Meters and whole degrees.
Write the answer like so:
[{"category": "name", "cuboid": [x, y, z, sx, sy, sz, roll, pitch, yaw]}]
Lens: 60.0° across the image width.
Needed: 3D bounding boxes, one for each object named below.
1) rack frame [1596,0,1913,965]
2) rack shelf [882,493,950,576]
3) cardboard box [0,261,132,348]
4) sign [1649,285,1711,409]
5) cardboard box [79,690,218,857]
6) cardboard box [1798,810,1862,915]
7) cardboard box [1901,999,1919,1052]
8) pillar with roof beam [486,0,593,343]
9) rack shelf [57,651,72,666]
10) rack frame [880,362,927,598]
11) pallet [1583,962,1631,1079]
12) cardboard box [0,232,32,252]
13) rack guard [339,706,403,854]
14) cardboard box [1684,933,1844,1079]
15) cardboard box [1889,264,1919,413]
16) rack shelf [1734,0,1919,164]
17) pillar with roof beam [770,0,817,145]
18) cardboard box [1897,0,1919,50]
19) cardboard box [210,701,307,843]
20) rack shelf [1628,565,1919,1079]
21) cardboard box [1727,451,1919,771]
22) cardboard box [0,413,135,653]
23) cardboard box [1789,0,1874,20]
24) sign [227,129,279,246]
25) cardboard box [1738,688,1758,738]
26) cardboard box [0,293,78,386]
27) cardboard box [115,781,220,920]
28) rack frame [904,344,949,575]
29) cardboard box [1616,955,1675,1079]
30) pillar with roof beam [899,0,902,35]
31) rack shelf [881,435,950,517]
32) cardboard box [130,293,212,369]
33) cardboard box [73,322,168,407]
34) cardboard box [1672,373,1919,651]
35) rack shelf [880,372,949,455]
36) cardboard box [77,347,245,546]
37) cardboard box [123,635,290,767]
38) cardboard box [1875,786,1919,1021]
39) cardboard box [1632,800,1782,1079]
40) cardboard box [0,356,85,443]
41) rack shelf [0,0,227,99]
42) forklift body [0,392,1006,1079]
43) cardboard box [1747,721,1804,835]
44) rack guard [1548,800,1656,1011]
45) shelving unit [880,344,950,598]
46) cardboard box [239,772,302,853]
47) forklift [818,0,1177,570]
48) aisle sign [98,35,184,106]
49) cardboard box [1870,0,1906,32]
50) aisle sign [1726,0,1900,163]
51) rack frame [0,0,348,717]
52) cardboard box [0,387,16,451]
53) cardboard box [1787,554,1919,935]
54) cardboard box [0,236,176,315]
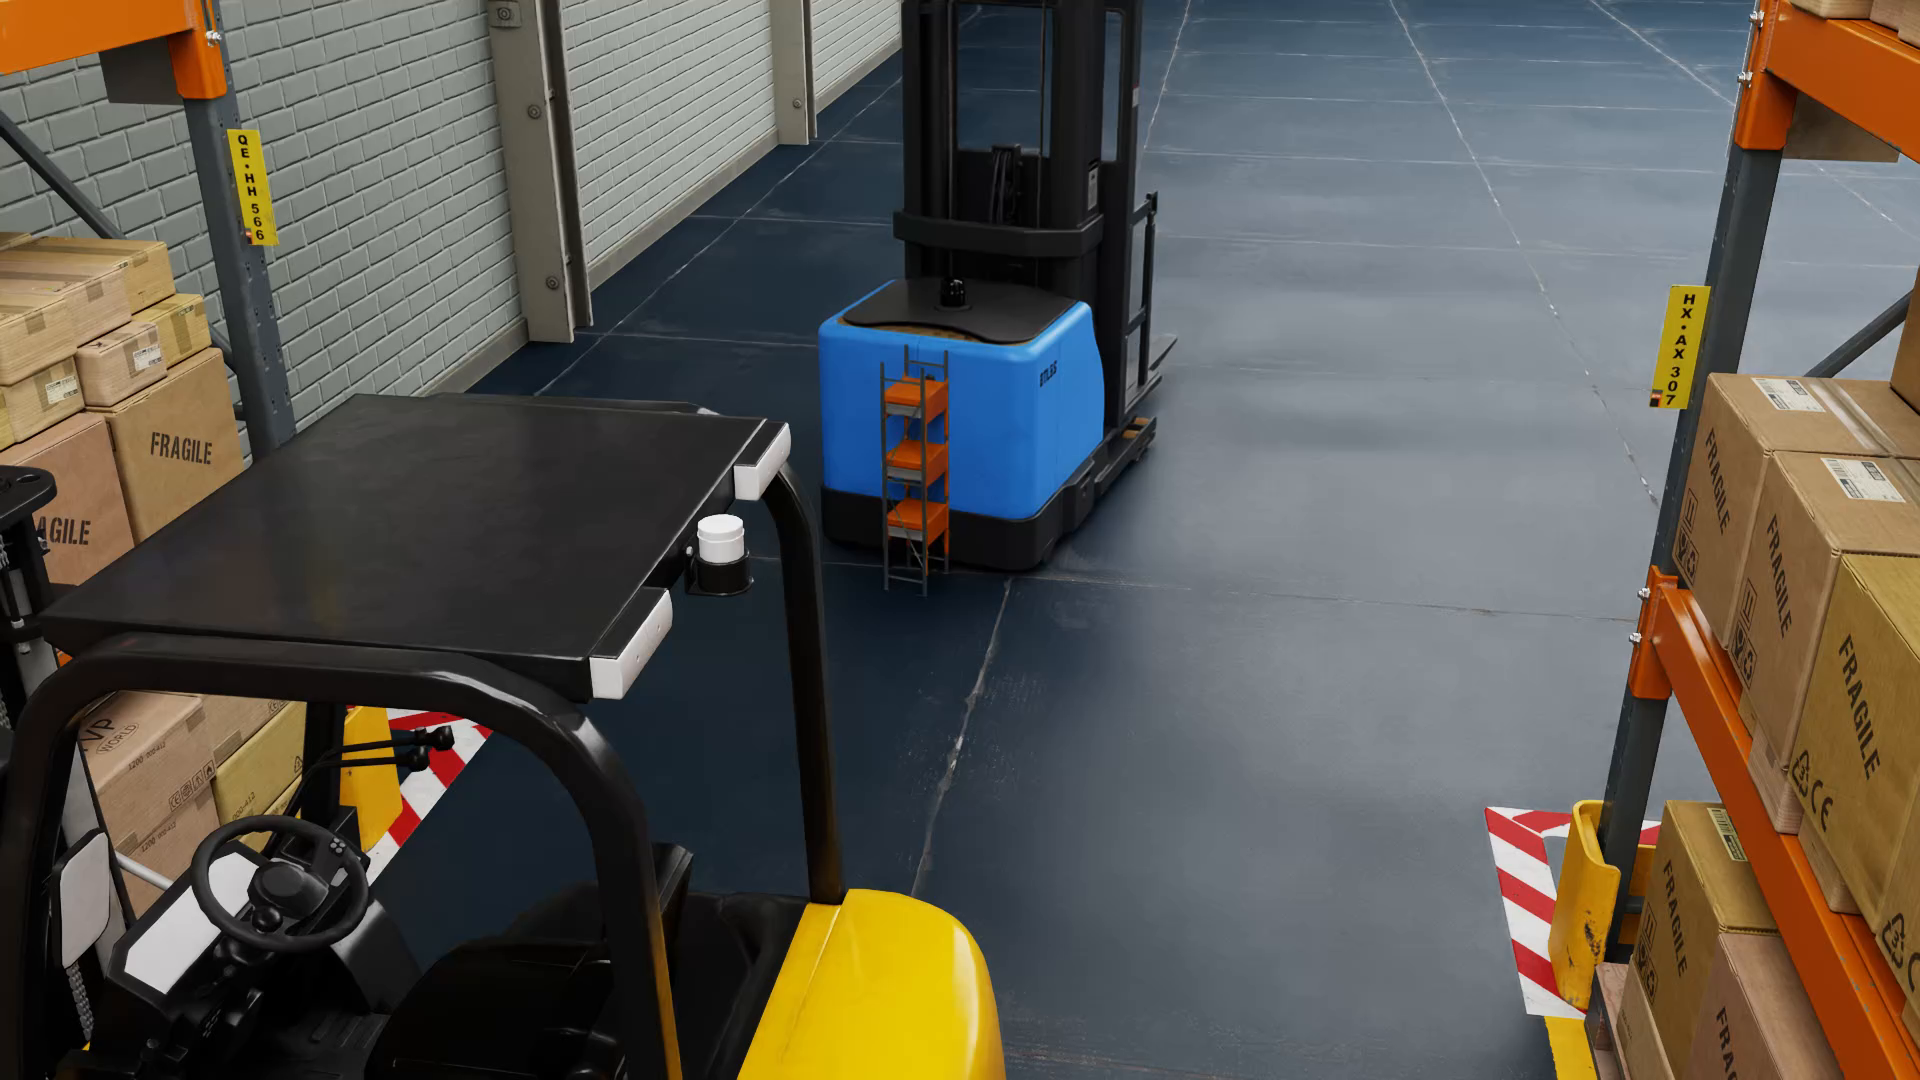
[{"category": "rack frame", "cuboid": [2.371, -0.060, 4.339, 1.000, 3.000, 0.127, 4, 25, 9]}, {"category": "rack shelf", "cuboid": [-0.190, -0.027, 7.249, 0.215, 0.259, 0.240, 10, 27, 20]}, {"category": "cardboard box", "cuboid": [-2.387, -0.606, 4.272, 0.380, 0.149, 0.250, 4, 25, 9]}, {"category": "sign", "cuboid": [1.836, -0.489, 4.236, 0.100, 0.325, 0.005, 4, 25, 9]}, {"category": "cardboard box", "cuboid": [-2.372, 0.629, 4.438, 0.500, 0.250, 0.500, 4, 25, 9]}, {"category": "cardboard box", "cuboid": [1.865, 0.607, 3.211, 0.380, 0.149, 0.250, 5, 25, 10]}, {"category": "cardboard box", "cuboid": [1.809, 0.830, 2.734, 0.380, 0.149, 0.250, 3, 25, 7]}, {"category": "pillar with roof beam", "cuboid": [1.698, -5.101, 8.034, 9.100, 9.000, 0.400, 4, 25, 9]}, {"category": "rack shelf", "cuboid": [-2.853, 0.760, 3.436, 1.077, 0.370, 4.000, 4, 25, 9]}, {"category": "rack frame", "cuboid": [-0.236, -0.240, 7.025, 0.200, 1.050, 0.008, 10, 27, 20]}, {"category": "pallet", "cuboid": [2.191, 1.572, 4.142, 1.003, 0.211, 1.213, 4, 25, 9]}, {"category": "cardboard box", "cuboid": [-2.792, -0.750, 4.580, 0.380, 0.149, 0.250, 4, 25, 8]}, {"category": "rack guard", "cuboid": [-2.522, 0.720, 5.622, 1.175, 0.500, 0.348, 4, 25, 9]}, {"category": "cardboard box", "cuboid": [1.882, 1.203, 3.505, 0.500, 0.500, 0.500, 3, 25, 7]}, {"category": "cardboard box", "cuboid": [2.503, -0.464, 3.554, 0.700, 0.500, 0.500, 3, 25, 7]}, {"category": "rack shelf", "cuboid": [2.044, -0.256, 2.069, 1.077, 0.370, 4.000, 4, 25, 9]}, {"category": "pillar with roof beam", "cuboid": [2.679, -7.611, 13.395, 9.100, 9.000, 0.400, 4, 25, 9]}, {"category": "cardboard box", "cuboid": [1.965, -0.964, 3.029, 0.380, 0.149, 0.250, 5, 25, 10]}, {"category": "cardboard box", "cuboid": [-2.297, 0.652, 4.977, 0.500, 0.250, 0.500, 4, 25, 8]}, {"category": "rack shelf", "cuboid": [2.044, 1.103, 2.705, 1.077, 0.370, 4.000, 4, 25, 9]}, {"category": "cardboard box", "cuboid": [1.939, 0.156, 3.409, 0.500, 0.500, 0.500, 5, 26, 10]}, {"category": "cardboard box", "cuboid": [-2.442, -0.007, 4.108, 0.500, 0.500, 0.500, 5, 26, 10]}, {"category": "cardboard box", "cuboid": [1.997, -1.188, 3.508, 0.380, 0.149, 0.250, 4, 25, 9]}, {"category": "sign", "cuboid": [-1.993, -0.990, 4.682, 0.100, 0.325, 0.005, 4, 25, 9]}, {"category": "cardboard box", "cuboid": [1.961, 0.394, 3.667, 0.380, 0.149, 0.250, 3, 25, 7]}, {"category": "cardboard box", "cuboid": [-2.403, -0.495, 4.035, 0.380, 0.149, 0.250, 5, 25, 10]}, {"category": "cardboard box", "cuboid": [-2.390, 0.861, 4.531, 0.500, 0.250, 0.500, 4, 25, 8]}, {"category": "rack frame", "cuboid": [-0.144, -0.336, 7.229, 0.200, 1.050, 0.008, 10, 27, 20]}, {"category": "cardboard box", "cuboid": [1.967, 1.314, 4.153, 0.500, 0.250, 0.500, 4, 25, 8]}, {"category": "pillar with roof beam", "cuboid": [3.660, -10.120, 18.756, 9.100, 9.000, 0.400, 4, 25, 9]}, {"category": "rack shelf", "cuboid": [-0.190, -0.278, 7.131, 0.215, 0.259, 0.240, 10, 27, 20]}, {"category": "cardboard box", "cuboid": [-2.307, -0.577, 4.560, 0.380, 0.149, 0.250, 4, 25, 9]}, {"category": "cardboard box", "cuboid": [-2.319, -0.468, 4.328, 0.380, 0.149, 0.250, 4, 25, 9]}, {"category": "cardboard box", "cuboid": [2.020, -0.061, 3.873, 0.500, 0.500, 0.500, 4, 25, 8]}, {"category": "rack shelf", "cuboid": [-0.190, -0.535, 7.011, 0.215, 0.259, 0.240, 10, 27, 20]}, {"category": "cardboard box", "cuboid": [-2.348, -0.223, 4.571, 0.500, 0.500, 0.500, 3, 25, 7]}, {"category": "cardboard box", "cuboid": [-2.294, 0.415, 4.895, 0.500, 0.250, 0.500, 5, 26, 10]}, {"category": "cardboard box", "cuboid": [1.782, 0.583, 2.498, 0.500, 0.500, 0.500, 4, 25, 7]}, {"category": "cardboard box", "cuboid": [1.963, 0.984, 3.973, 0.500, 0.500, 0.500, 3, 25, 7]}, {"category": "cardboard box", "cuboid": [-2.422, -0.363, 4.105, 0.380, 0.149, 0.250, 4, 25, 10]}, {"category": "rack shelf", "cuboid": [-2.853, -0.598, 2.800, 1.077, 0.370, 4.000, 4, 25, 9]}, {"category": "forklift body", "cuboid": [-1.036, 0.902, 3.286, 2.313, 2.155, 1.214, 4, 25, 9]}, {"category": "cardboard box", "cuboid": [1.874, 0.497, 3.447, 0.380, 0.149, 0.250, 4, 25, 9]}, {"category": "rack guard", "cuboid": [2.359, 1.104, 4.801, 1.175, 0.500, 0.348, 4, 25, 9]}, {"category": "shelving unit", "cuboid": [-0.190, -0.288, 7.127, 0.215, 1.050, 0.252, 10, 27, 20]}, {"category": "cardboard box", "cuboid": [-2.291, 0.872, 5.098, 0.500, 0.250, 0.500, 4, 25, 9]}, {"category": "forklift", "cuboid": [0.392, -1.792, 8.122, 1.130, 2.935, 3.031, 10, 27, 20]}, {"category": "aisle sign", "cuboid": [-2.226, -1.586, 4.535, 0.394, 0.787, 0.004, 4, 25, 9]}, {"category": "cardboard box", "cuboid": [2.042, -1.072, 3.260, 0.380, 0.149, 0.250, 3, 25, 7]}, {"category": "aisle sign", "cuboid": [2.076, -1.284, 3.889, 0.394, 0.787, 0.004, 4, 25, 9]}, {"category": "rack frame", "cuboid": [-2.526, -0.402, 5.070, 1.000, 3.000, 0.127, 4, 25, 9]}, {"category": "cardboard box", "cuboid": [-2.474, -0.261, 3.885, 0.380, 0.149, 0.250, 4, 25, 8]}, {"category": "cardboard box", "cuboid": [1.857, 0.369, 2.954, 0.500, 0.500, 0.500, 4, 25, 7]}, {"category": "cardboard box", "cuboid": [-2.377, -0.711, 4.497, 0.380, 0.149, 0.250, 4, 25, 9]}]
